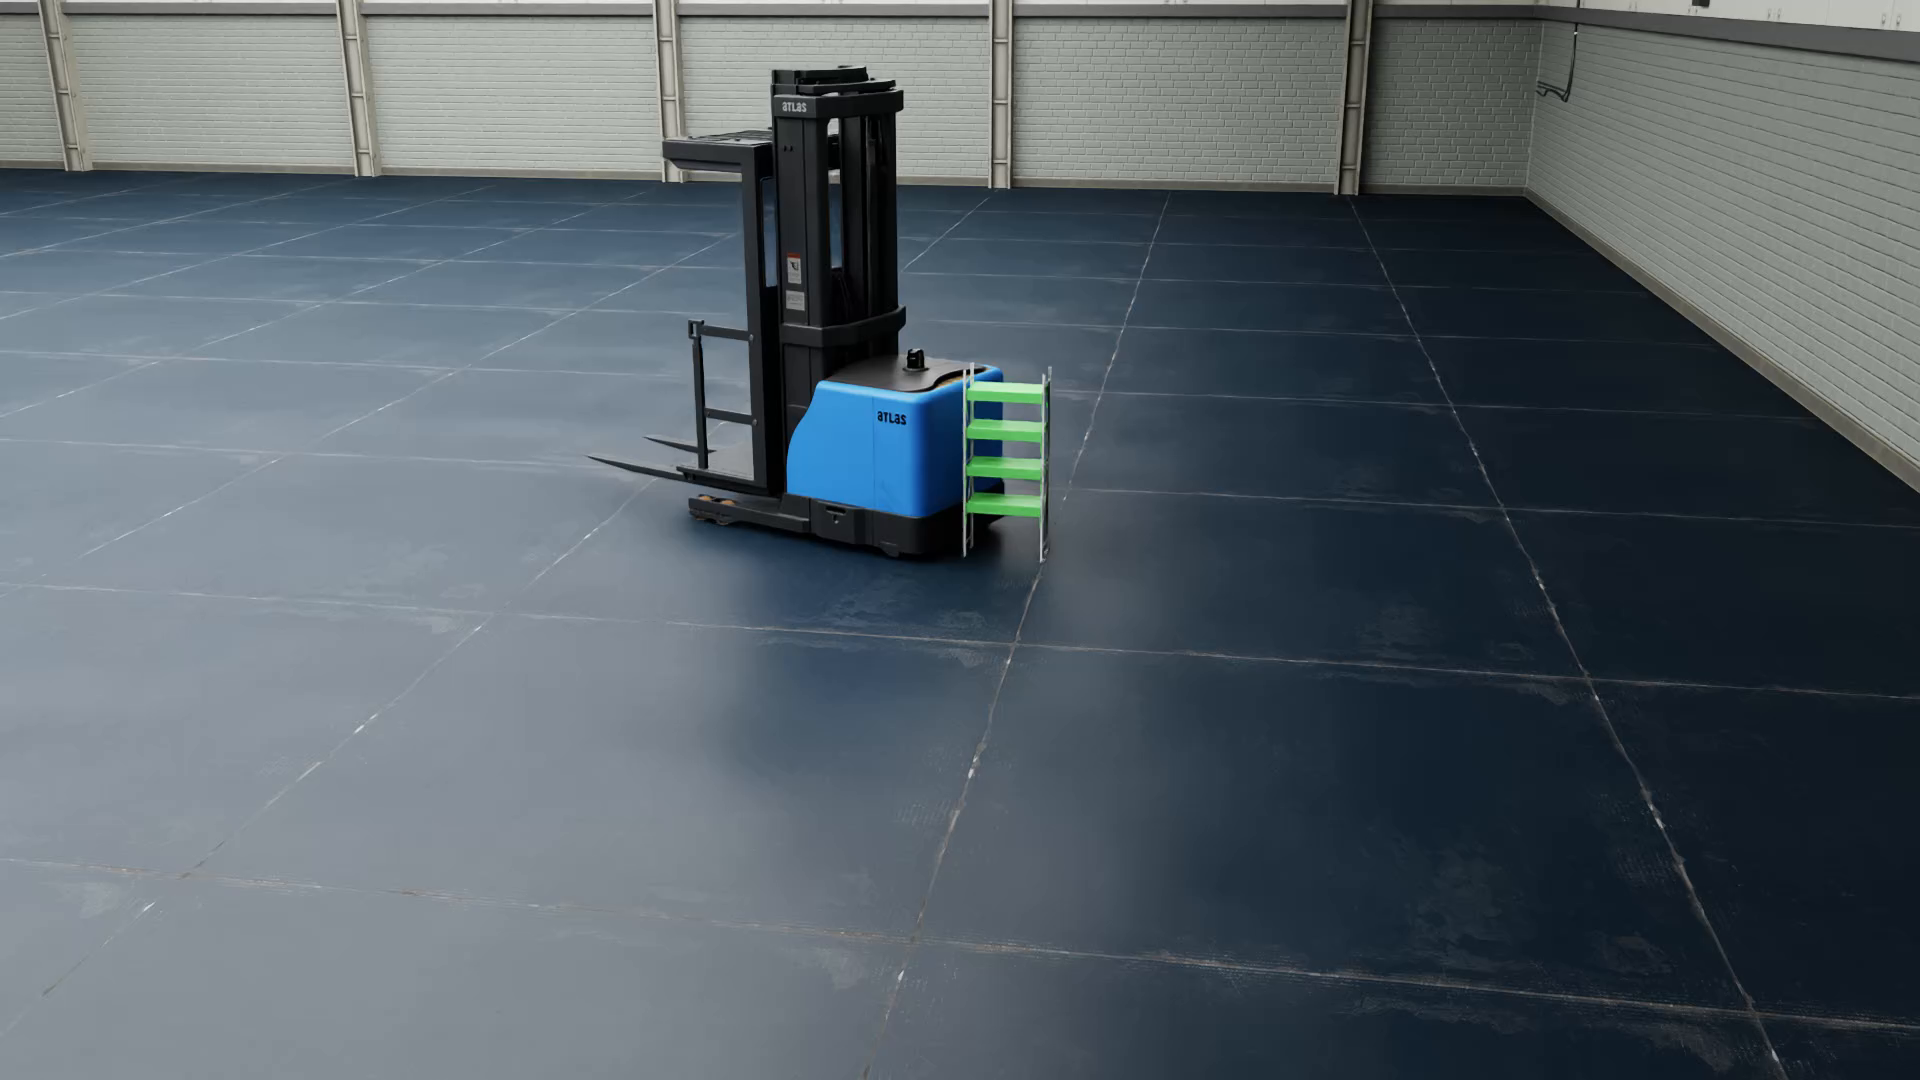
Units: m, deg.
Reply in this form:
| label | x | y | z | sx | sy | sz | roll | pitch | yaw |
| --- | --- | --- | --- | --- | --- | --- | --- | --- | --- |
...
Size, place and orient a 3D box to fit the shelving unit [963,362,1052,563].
| label | x | y | z | sx | sy | sz | roll | pitch | yaw |
| --- | --- | --- | --- | --- | --- | --- | --- | --- | --- |
| shelving unit | 0.292 | -0.480 | 10.346 | 0.503 | 1.200 | 0.258 | 4 | 19 | 12 |

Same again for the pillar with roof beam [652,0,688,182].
| label | x | y | z | sx | sy | sz | roll | pitch | yaw |
| --- | --- | --- | --- | --- | --- | --- | --- | --- | --- |
| pillar with roof beam | -5.889 | -9.480 | 24.954 | 0.400 | 9.000 | 9.100 | 3 | 19 | 9 |

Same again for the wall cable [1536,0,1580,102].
| label | x | y | z | sx | sy | sz | roll | pitch | yaw |
| --- | --- | --- | --- | --- | --- | --- | --- | --- | --- |
| wall cable | 9.341 | -8.190 | 25.991 | 0.112 | 2.526 | 3.097 | 3 | 19 | 9 |

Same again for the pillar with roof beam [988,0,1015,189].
| label | x | y | z | sx | sy | sz | roll | pitch | yaw |
| --- | --- | --- | --- | --- | --- | --- | --- | --- | --- |
| pillar with roof beam | 0.035 | -9.178 | 24.052 | 0.400 | 9.000 | 9.100 | 3 | 19 | 9 |

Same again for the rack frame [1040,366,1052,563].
| label | x | y | z | sx | sy | sz | roll | pitch | yaw |
| --- | --- | --- | --- | --- | --- | --- | --- | --- | --- |
| rack frame | 0.531 | -0.463 | 10.297 | 0.015 | 1.200 | 0.240 | 4 | 19 | 12 |

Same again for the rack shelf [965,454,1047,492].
| label | x | y | z | sx | sy | sz | roll | pitch | yaw |
| --- | --- | --- | --- | --- | --- | --- | --- | --- | --- |
| rack shelf | 0.292 | -0.419 | 10.366 | 0.480 | 0.148 | 0.258 | 4 | 19 | 12 |

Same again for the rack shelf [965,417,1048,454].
| label | x | y | z | sx | sy | sz | roll | pitch | yaw |
| --- | --- | --- | --- | --- | --- | --- | --- | --- | --- |
| rack shelf | 0.292 | -0.647 | 10.290 | 0.480 | 0.148 | 0.258 | 4 | 19 | 12 |

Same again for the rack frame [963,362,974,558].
| label | x | y | z | sx | sy | sz | roll | pitch | yaw |
| --- | --- | --- | --- | --- | --- | --- | --- | --- | --- |
| rack frame | 0.054 | -0.496 | 10.395 | 0.015 | 1.200 | 0.240 | 4 | 19 | 12 |

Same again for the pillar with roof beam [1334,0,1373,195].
| label | x | y | z | sx | sy | sz | roll | pitch | yaw |
| --- | --- | --- | --- | --- | --- | --- | --- | --- | --- |
| pillar with roof beam | 5.959 | -8.876 | 23.149 | 0.400 | 9.000 | 9.100 | 3 | 19 | 9 |

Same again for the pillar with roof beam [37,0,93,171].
| label | x | y | z | sx | sy | sz | roll | pitch | yaw |
| --- | --- | --- | --- | --- | --- | --- | --- | --- | --- |
| pillar with roof beam | -17.737 | -10.084 | 26.759 | 0.400 | 9.000 | 9.100 | 3 | 19 | 9 |

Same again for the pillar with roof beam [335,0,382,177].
| label | x | y | z | sx | sy | sz | roll | pitch | yaw |
| --- | --- | --- | --- | --- | --- | --- | --- | --- | --- |
| pillar with roof beam | -11.813 | -9.782 | 25.857 | 0.400 | 9.000 | 9.100 | 3 | 19 | 9 |

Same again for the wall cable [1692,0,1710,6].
| label | x | y | z | sx | sy | sz | roll | pitch | yaw |
| --- | --- | --- | --- | --- | --- | --- | --- | --- | --- |
| wall cable | 7.819 | -8.302 | 16.073 | 0.169 | 6.003 | 2.305 | 3 | 19 | 9 |

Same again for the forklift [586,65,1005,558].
| label | x | y | z | sx | sy | sz | roll | pitch | yaw |
| --- | --- | --- | --- | --- | --- | --- | --- | --- | --- |
| forklift | -1.223 | -1.615 | 11.012 | 3.031 | 2.935 | 1.130 | 11 | 22 | 31 |

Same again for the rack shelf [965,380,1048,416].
| label | x | y | z | sx | sy | sz | roll | pitch | yaw |
| --- | --- | --- | --- | --- | --- | --- | --- | --- | --- |
| rack shelf | 0.292 | -0.874 | 10.214 | 0.480 | 0.148 | 0.258 | 4 | 19 | 12 |

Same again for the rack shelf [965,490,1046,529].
| label | x | y | z | sx | sy | sz | roll | pitch | yaw |
| --- | --- | --- | --- | --- | --- | --- | --- | --- | --- |
| rack shelf | 0.292 | -0.191 | 10.442 | 0.480 | 0.148 | 0.258 | 4 | 19 | 12 |
